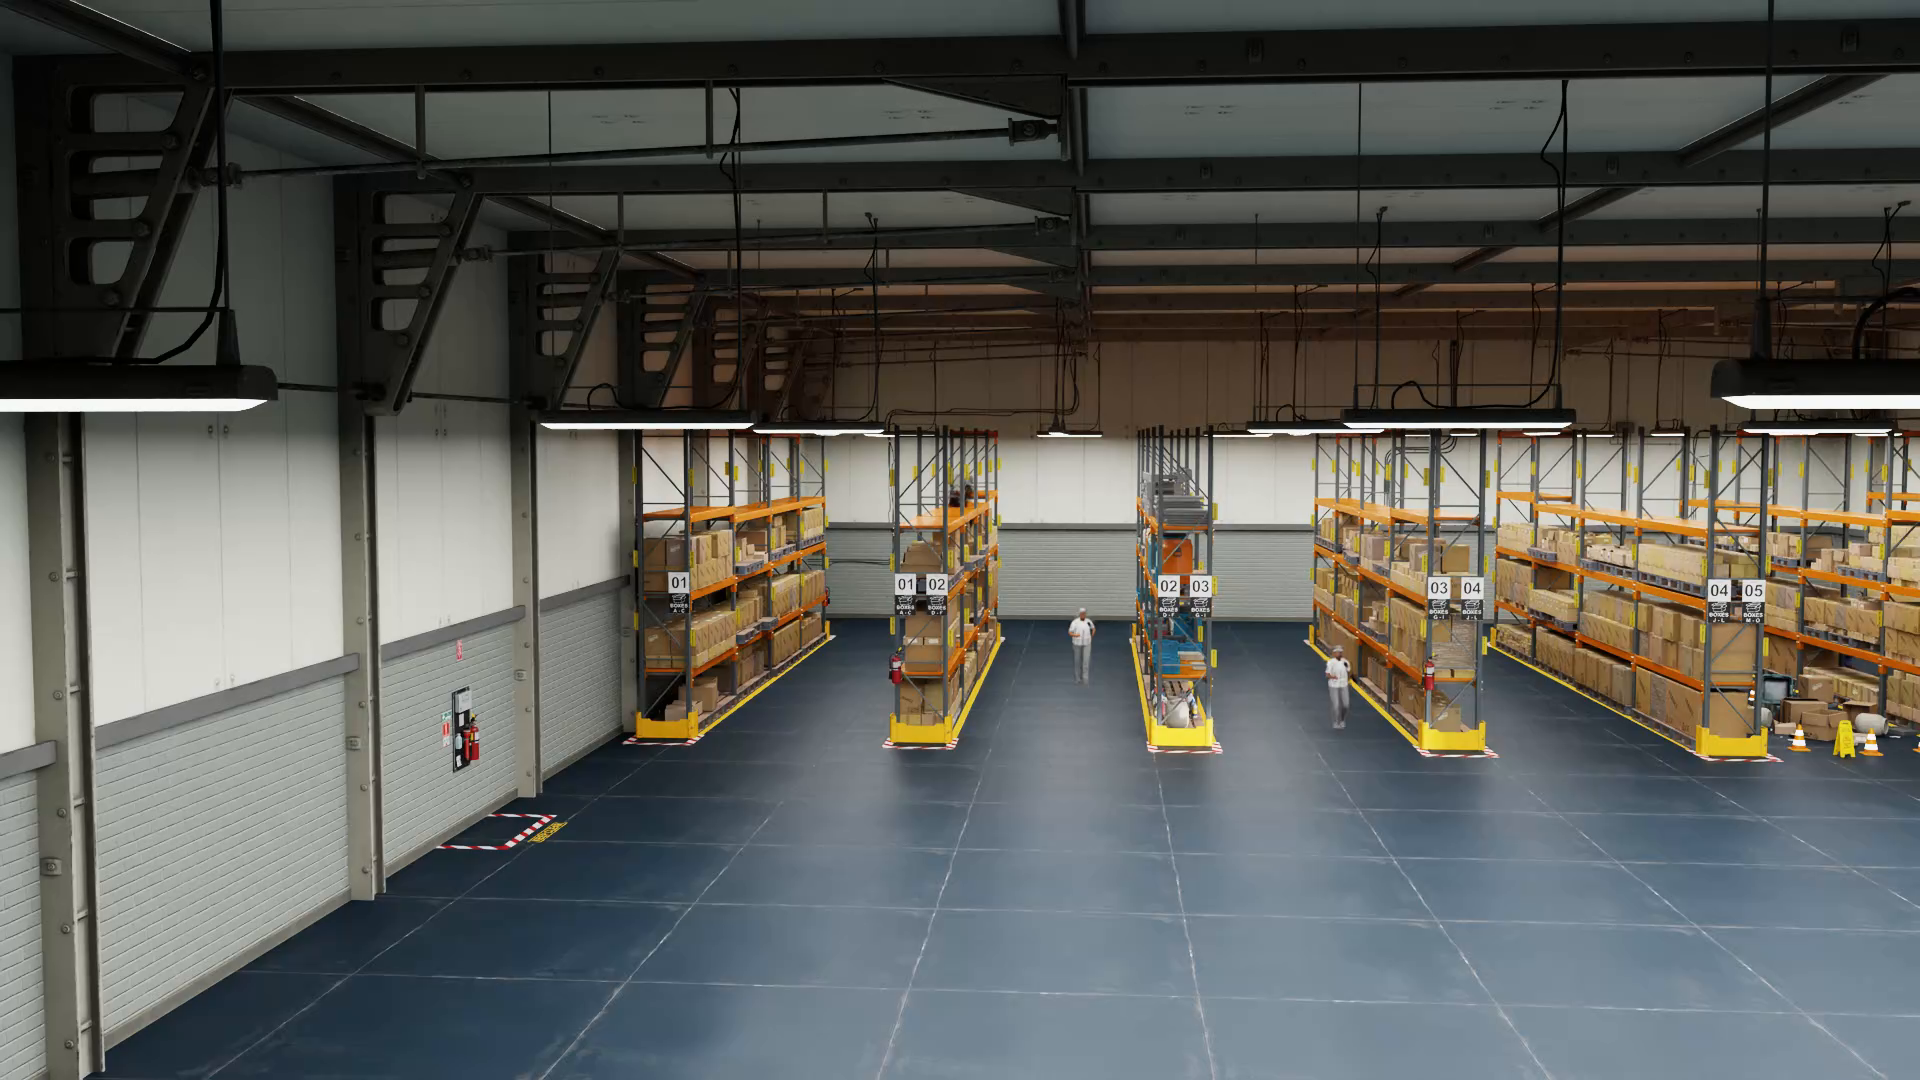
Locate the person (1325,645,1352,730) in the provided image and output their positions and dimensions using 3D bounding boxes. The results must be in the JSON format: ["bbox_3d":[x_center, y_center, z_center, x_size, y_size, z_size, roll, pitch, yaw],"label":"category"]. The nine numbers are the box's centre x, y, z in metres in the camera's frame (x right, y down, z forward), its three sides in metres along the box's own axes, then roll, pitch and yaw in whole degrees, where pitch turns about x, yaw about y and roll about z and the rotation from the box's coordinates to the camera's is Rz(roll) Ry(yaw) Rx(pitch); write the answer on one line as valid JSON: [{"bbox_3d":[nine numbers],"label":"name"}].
[{"bbox_3d":[7.489,2.913,32.795,0.560,1.685,0.605,0,3,1],"label":"person"}]

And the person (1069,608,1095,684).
[{"bbox_3d":[2.730,2.375,37.083,0.612,1.724,0.838,0,3,-1],"label":"person"}]

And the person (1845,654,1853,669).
[{"bbox_3d":[21.365,2.533,39.950,0.611,1.578,0.652,0,3,-1],"label":"person"}]
